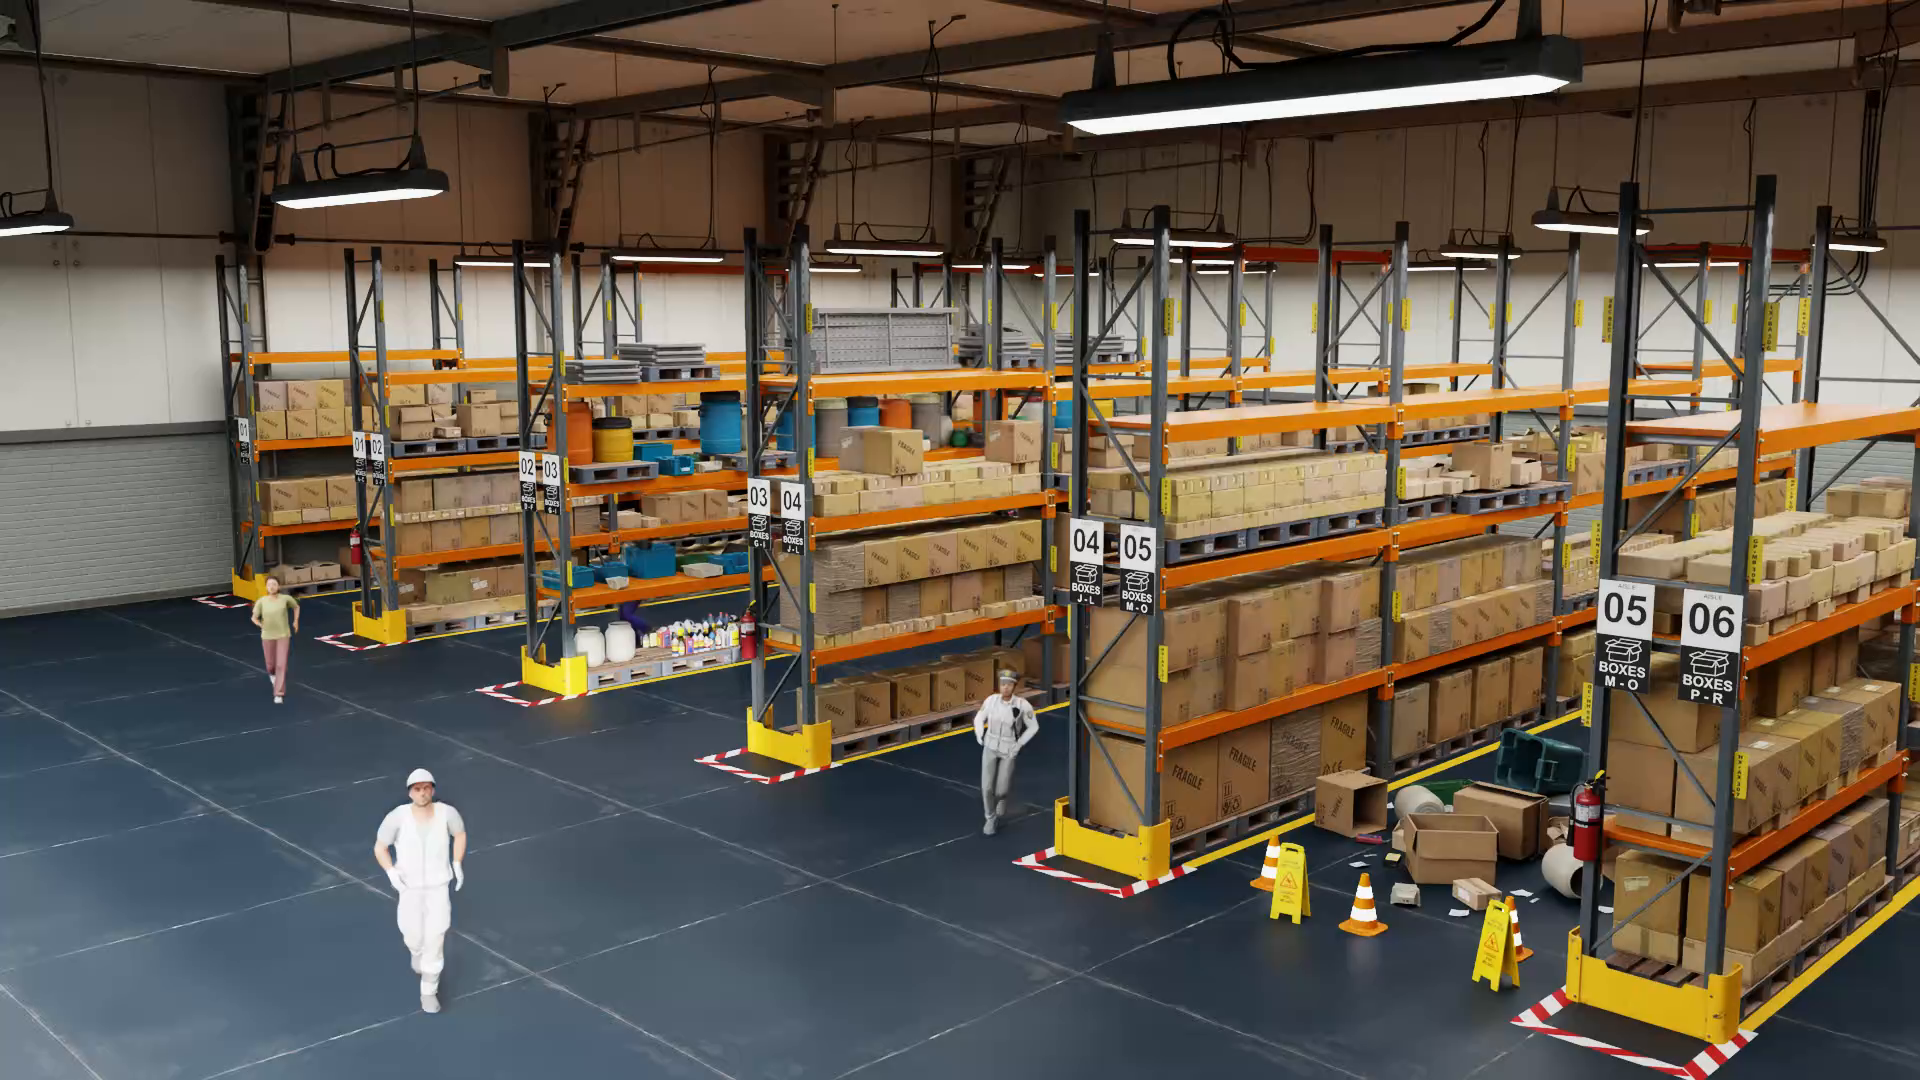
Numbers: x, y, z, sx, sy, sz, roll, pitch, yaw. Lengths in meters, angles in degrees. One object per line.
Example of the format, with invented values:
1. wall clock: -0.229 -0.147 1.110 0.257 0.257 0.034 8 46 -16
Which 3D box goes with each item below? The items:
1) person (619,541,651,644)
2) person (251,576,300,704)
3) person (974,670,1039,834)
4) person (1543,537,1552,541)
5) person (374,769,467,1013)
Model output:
1. person: -5.008 0.808 25.204 0.621 1.610 0.548 7 11 42
2. person: -8.933 1.279 21.743 0.592 1.634 0.981 -3 9 -20
3. person: 0.432 2.067 16.334 0.643 1.654 0.578 3 9 18
4. person: 8.987 0.760 25.460 0.556 1.626 0.626 8 11 43
5. person: -4.006 2.558 12.410 0.662 1.763 0.783 -3 9 -20
